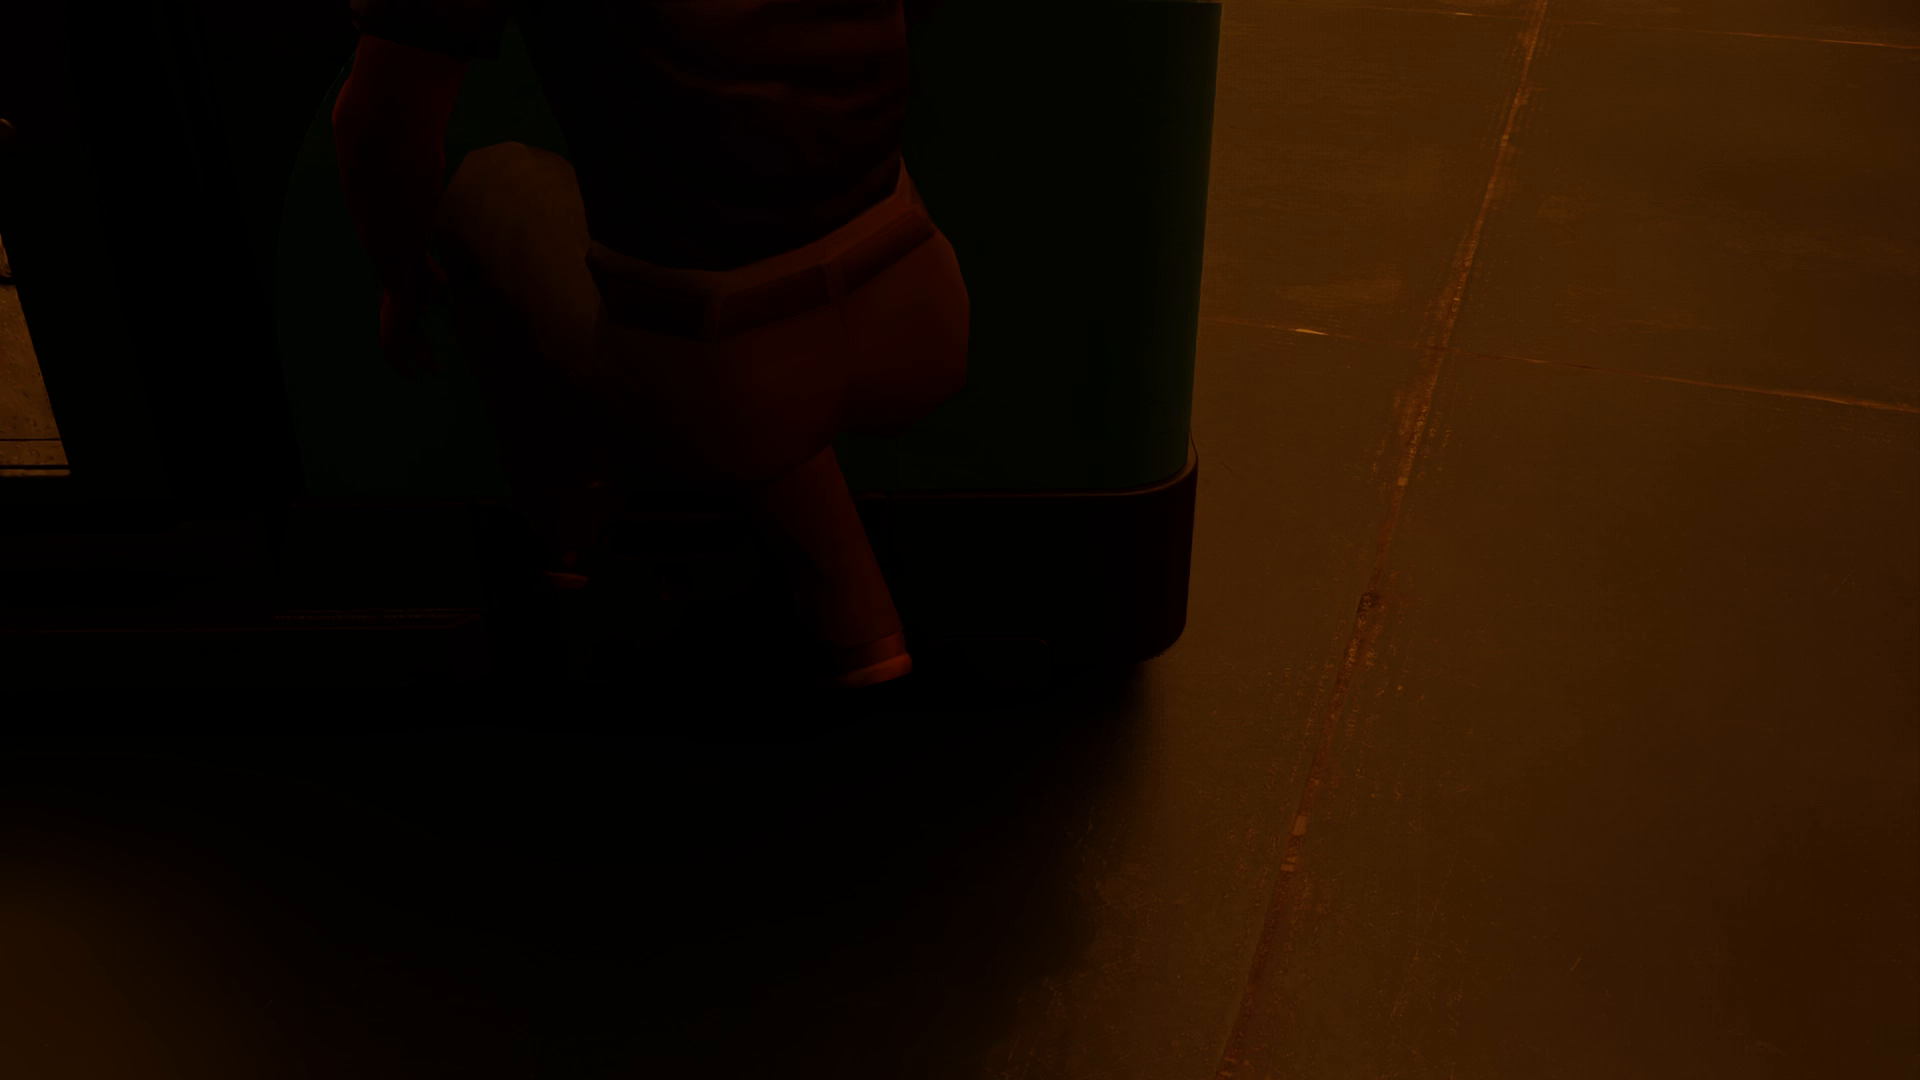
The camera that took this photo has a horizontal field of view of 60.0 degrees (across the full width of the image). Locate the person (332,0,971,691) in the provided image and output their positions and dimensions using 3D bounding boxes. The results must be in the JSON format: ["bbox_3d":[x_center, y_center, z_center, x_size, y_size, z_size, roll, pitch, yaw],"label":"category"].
[{"bbox_3d":[-0.336,-0.323,1.654,0.720,1.450,0.801,-24,38,-36],"label":"person"}]

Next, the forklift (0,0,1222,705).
[{"bbox_3d":[-1.230,-1.301,1.823,3.031,2.935,1.130,-1,30,-1],"label":"forklift"}]
